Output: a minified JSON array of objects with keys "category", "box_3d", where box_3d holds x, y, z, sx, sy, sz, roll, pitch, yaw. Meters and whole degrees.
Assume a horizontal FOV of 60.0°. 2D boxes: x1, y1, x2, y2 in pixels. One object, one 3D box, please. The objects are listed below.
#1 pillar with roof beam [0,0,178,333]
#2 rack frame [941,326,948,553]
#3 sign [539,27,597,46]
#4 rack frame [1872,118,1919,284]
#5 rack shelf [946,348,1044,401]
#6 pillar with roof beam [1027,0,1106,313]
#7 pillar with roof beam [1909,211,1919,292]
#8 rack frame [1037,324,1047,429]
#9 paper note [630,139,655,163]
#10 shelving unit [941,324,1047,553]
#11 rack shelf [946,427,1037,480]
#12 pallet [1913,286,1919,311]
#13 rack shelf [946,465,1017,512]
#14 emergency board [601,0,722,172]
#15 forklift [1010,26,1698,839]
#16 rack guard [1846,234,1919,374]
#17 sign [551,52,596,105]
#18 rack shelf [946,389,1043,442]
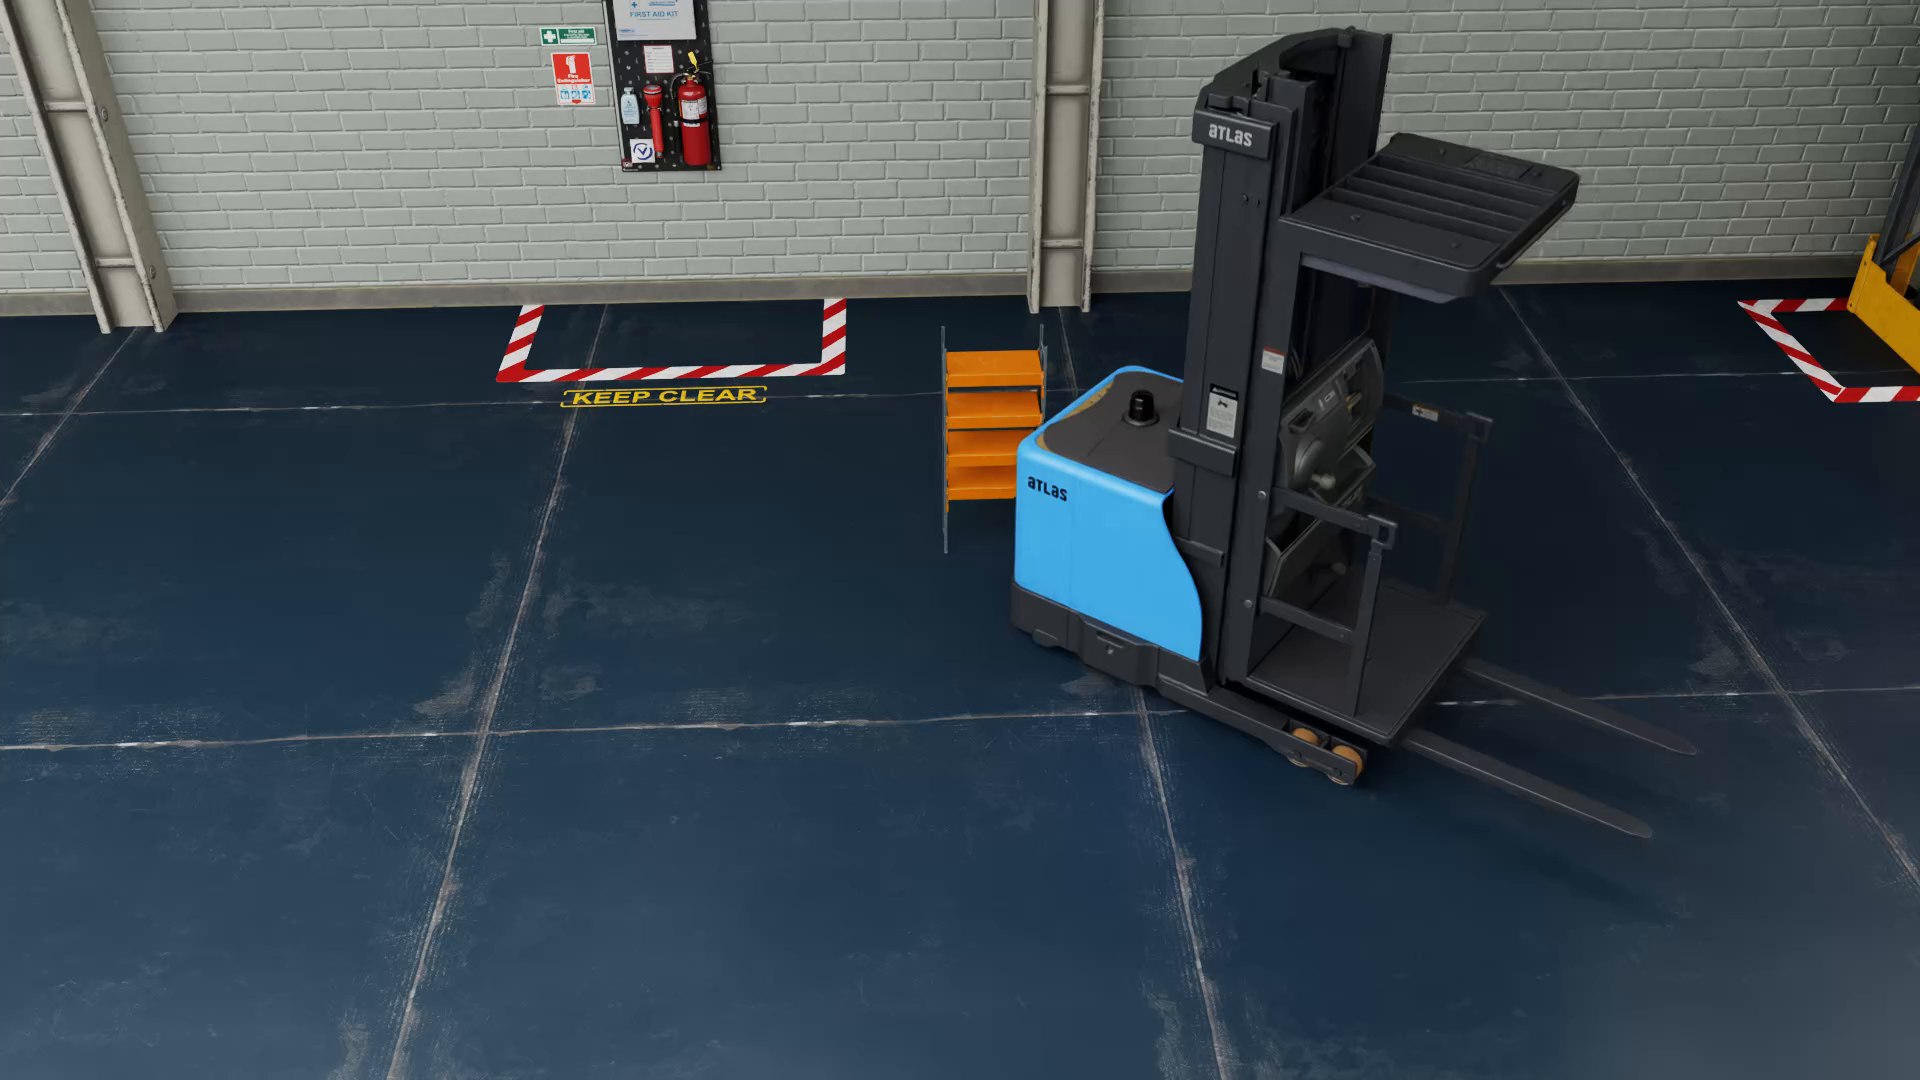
[{"category":"pillar with roof beam","box_3d":[-5.136,-2.678,4.748,0.400,9.000,9.100,-2,35,-2]},{"category":"rack frame","box_3d":[-0.078,-0.491,8.442,0.015,1.200,0.240,-2,35,-2]},{"category":"sign","box_3d":[-2.369,-3.046,10.055,0.331,0.109,0.001,-2,35,-2]},{"category":"rack frame","box_3d":[5.988,-2.471,9.721,0.127,3.000,1.000,-2,35,-2]},{"category":"rack shelf","box_3d":[0.165,-0.821,8.228,0.480,0.148,0.258,-2,35,-2]},{"category":"pillar with roof beam","box_3d":[0.857,-2.840,4.982,0.400,9.000,9.100,-2,35,-2]},{"category":"pillar with roof beam","box_3d":[6.850,-3.001,5.215,0.400,9.000,9.100,-2,35,-2]},{"category":"rack frame","box_3d":[0.409,-0.504,8.461,0.015,1.200,0.240,-2,35,-2]},{"category":"paper note","box_3d":[-1.997,-2.447,10.461,0.142,0.148,0.016,-2,35,-2]},{"category":"shelving unit","box_3d":[0.165,-0.498,8.451,0.503,1.200,0.258,-2,35,-2]},{"category":"rack shelf","box_3d":[0.165,-0.443,8.490,0.480,0.148,0.258,-2,35,-2]},{"category":"pallet","box_3d":[6.877,-1.328,10.520,1.213,0.211,1.003,-2,35,-2]},{"category":"rack shelf","box_3d":[0.165,-0.279,8.603,0.480,0.148,0.258,-2,35,-2]},{"category":"emergency board","box_3d":[-1.817,-2.775,10.160,0.643,1.169,0.194,-2,35,-2]},{"category":"forklift","box_3d":[1.735,-0.485,6.911,3.031,2.935,1.130,23,41,29]},{"category":"rack guard","box_3d":[6.064,-1.445,10.435,0.348,0.500,1.175,-2,35,-2]},{"category":"sign","box_3d":[-2.374,-2.833,10.213,0.234,0.329,0.001,-2,35,-2]},{"category":"rack shelf","box_3d":[0.165,-0.626,8.362,0.480,0.148,0.258,-2,35,-2]}]
